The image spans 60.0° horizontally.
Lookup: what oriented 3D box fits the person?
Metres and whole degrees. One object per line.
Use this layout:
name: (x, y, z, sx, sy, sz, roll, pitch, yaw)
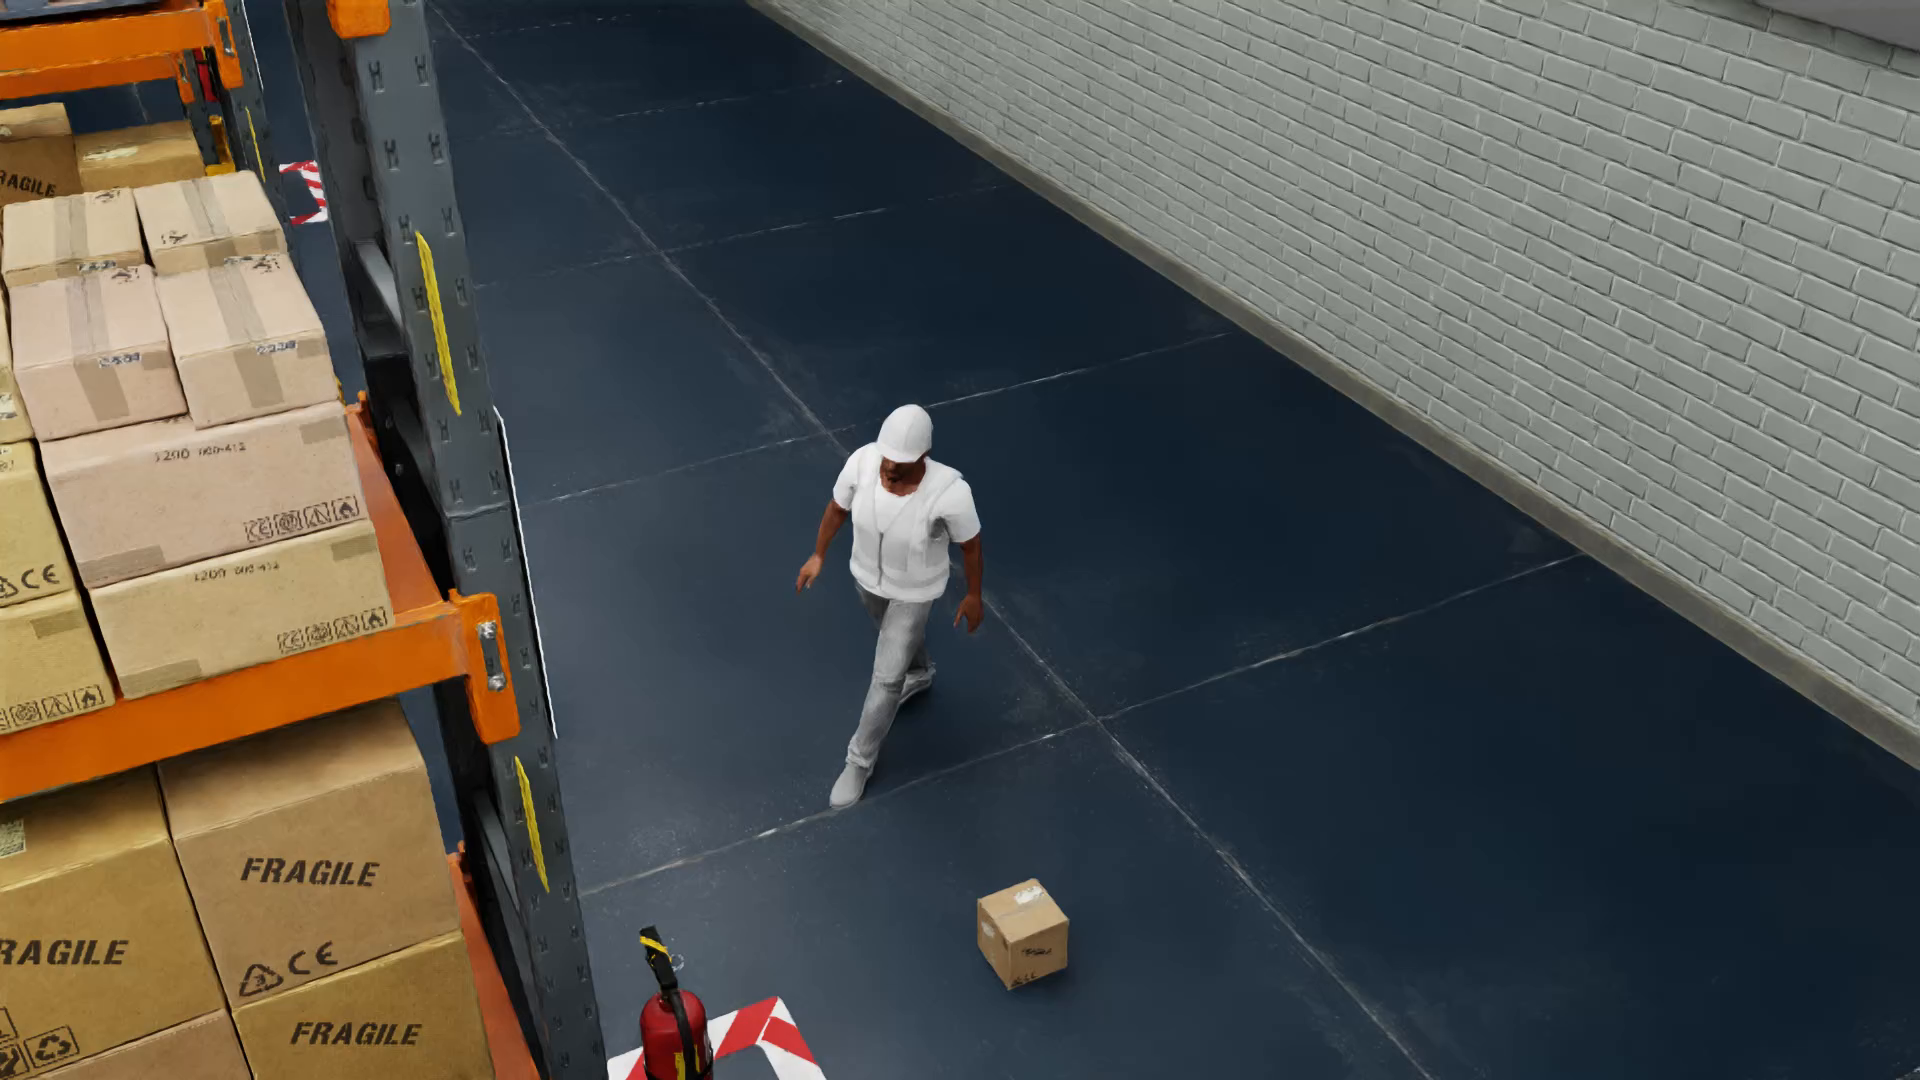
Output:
person: (-0.312, 0.193, 6.865, 0.725, 1.738, 0.916, 21, 38, 29)
